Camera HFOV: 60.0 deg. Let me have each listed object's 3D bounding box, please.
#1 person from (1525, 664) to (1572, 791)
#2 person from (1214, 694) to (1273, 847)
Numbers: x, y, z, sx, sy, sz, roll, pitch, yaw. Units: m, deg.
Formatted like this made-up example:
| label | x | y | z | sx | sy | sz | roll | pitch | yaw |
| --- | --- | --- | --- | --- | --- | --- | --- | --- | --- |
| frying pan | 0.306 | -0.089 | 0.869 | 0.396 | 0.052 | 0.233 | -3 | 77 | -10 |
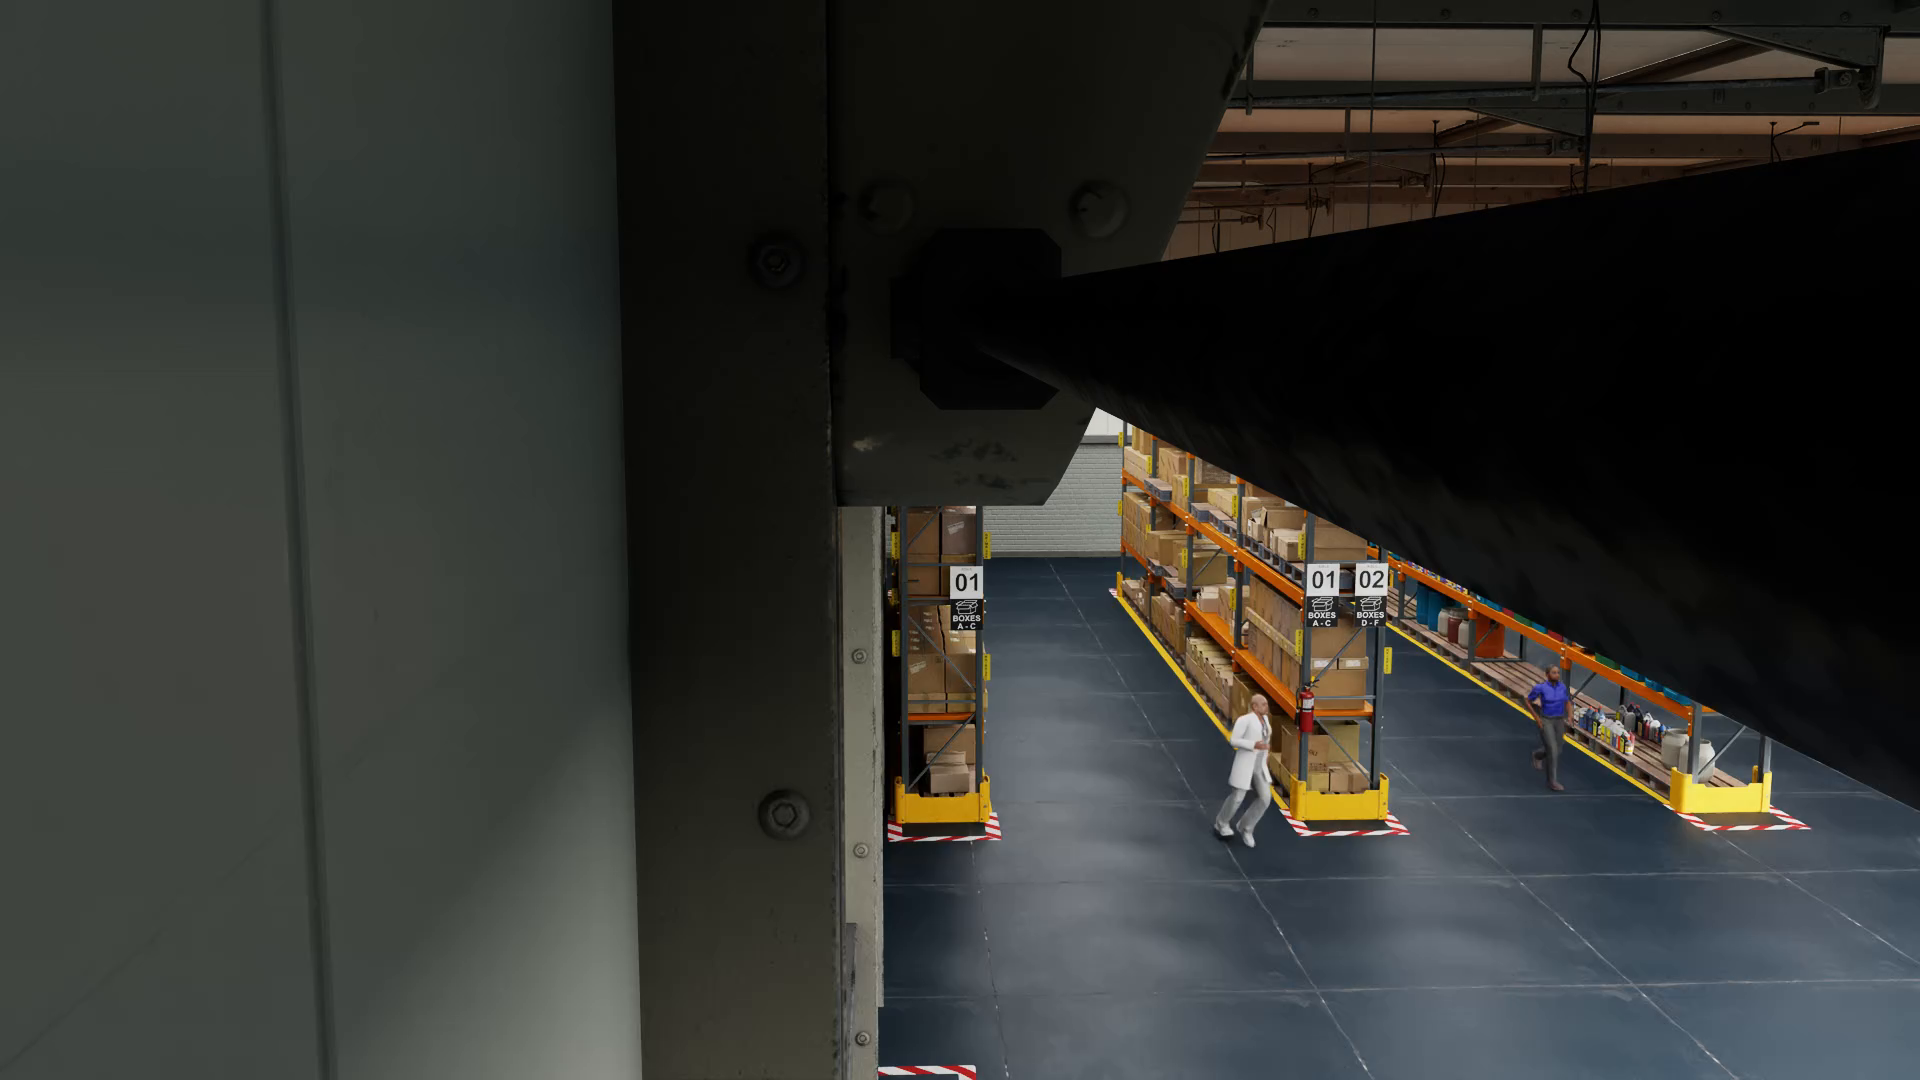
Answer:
| label | x | y | z | sx | sy | sz | roll | pitch | yaw |
| --- | --- | --- | --- | --- | --- | --- | --- | --- | --- |
| person | 7.800 | 2.436 | 22.071 | 0.607 | 1.631 | 0.797 | -2 | 8 | -14 |
| person | 3.482 | 2.719 | 19.755 | 0.712 | 1.795 | 0.770 | -4 | 9 | -28 |
